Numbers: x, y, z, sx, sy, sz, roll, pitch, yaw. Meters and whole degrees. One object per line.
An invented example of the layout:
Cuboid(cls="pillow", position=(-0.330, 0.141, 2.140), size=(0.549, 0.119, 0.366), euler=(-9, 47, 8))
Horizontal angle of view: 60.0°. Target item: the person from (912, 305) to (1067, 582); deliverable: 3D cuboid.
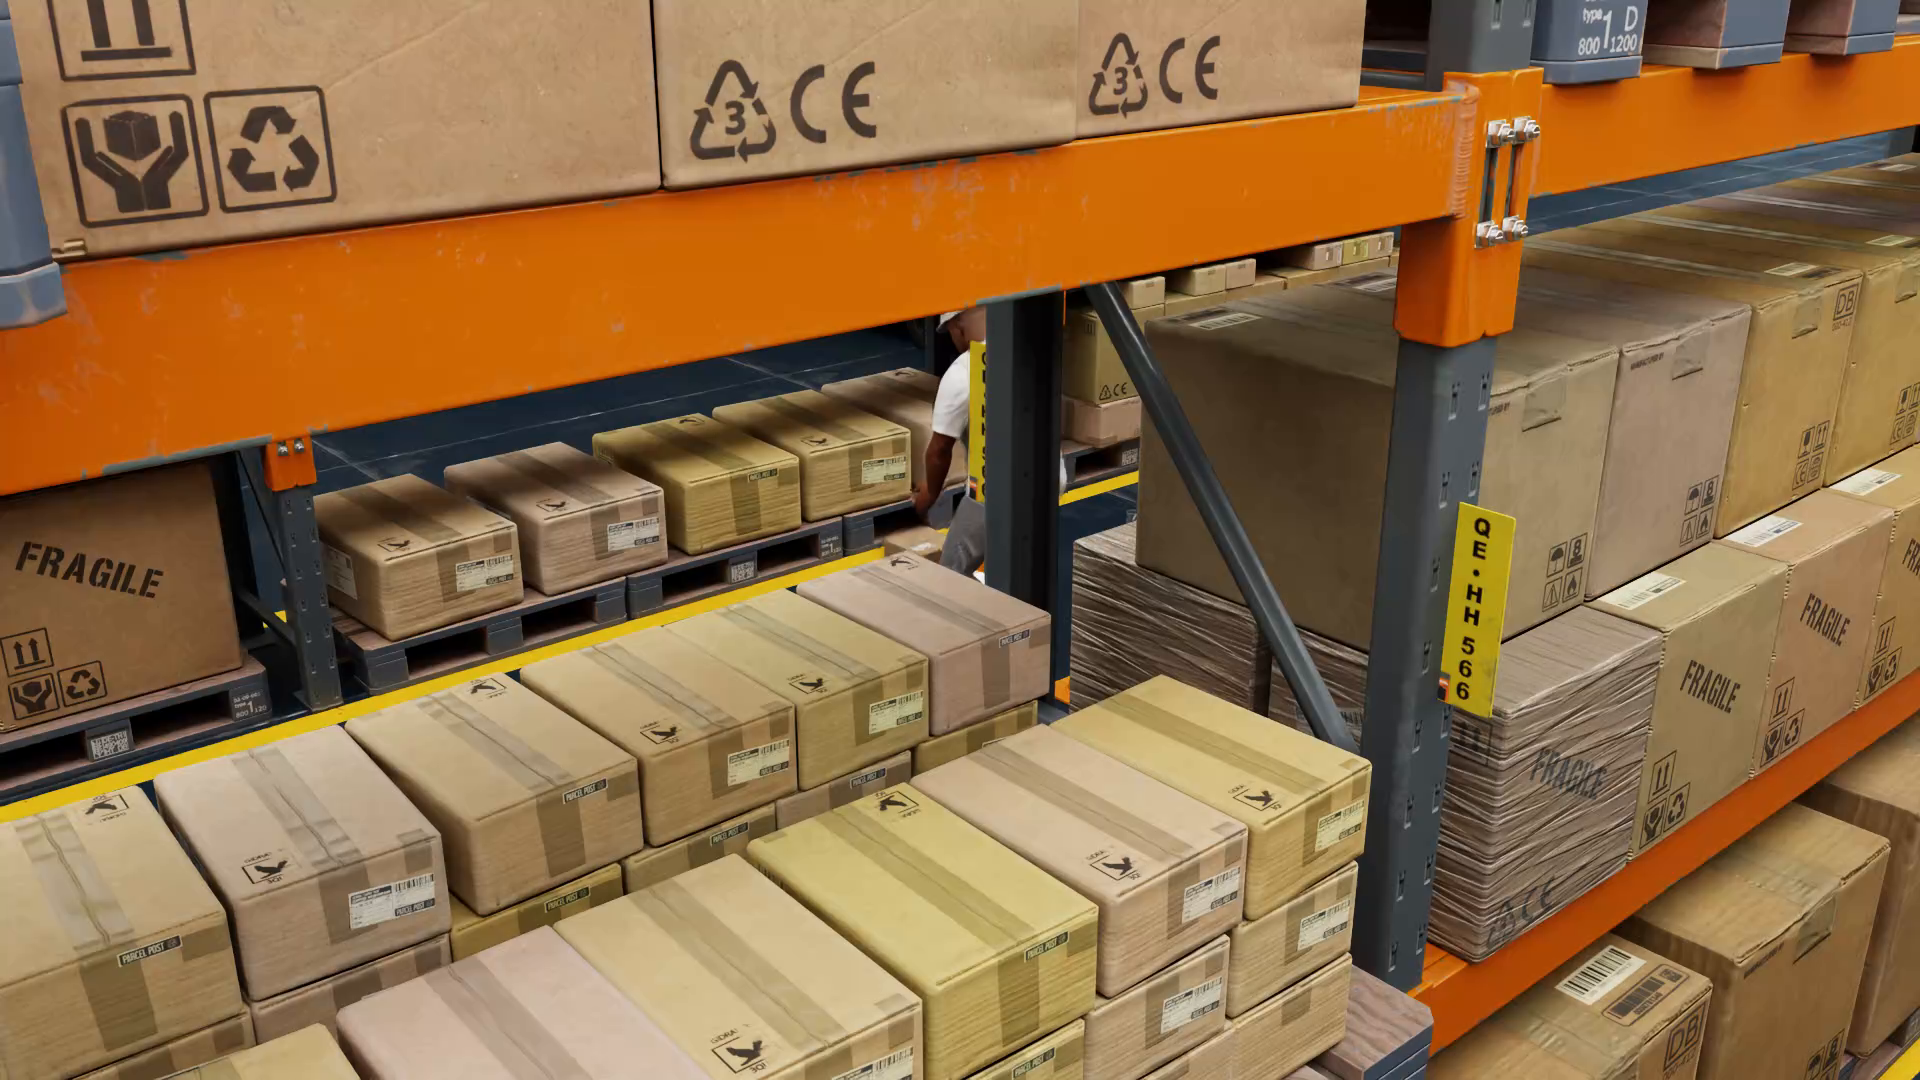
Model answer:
Cuboid(cls="person", position=(0.123, -0.214, 6.774), size=(0.610, 1.651, 0.554), euler=(-16, 26, -36))
